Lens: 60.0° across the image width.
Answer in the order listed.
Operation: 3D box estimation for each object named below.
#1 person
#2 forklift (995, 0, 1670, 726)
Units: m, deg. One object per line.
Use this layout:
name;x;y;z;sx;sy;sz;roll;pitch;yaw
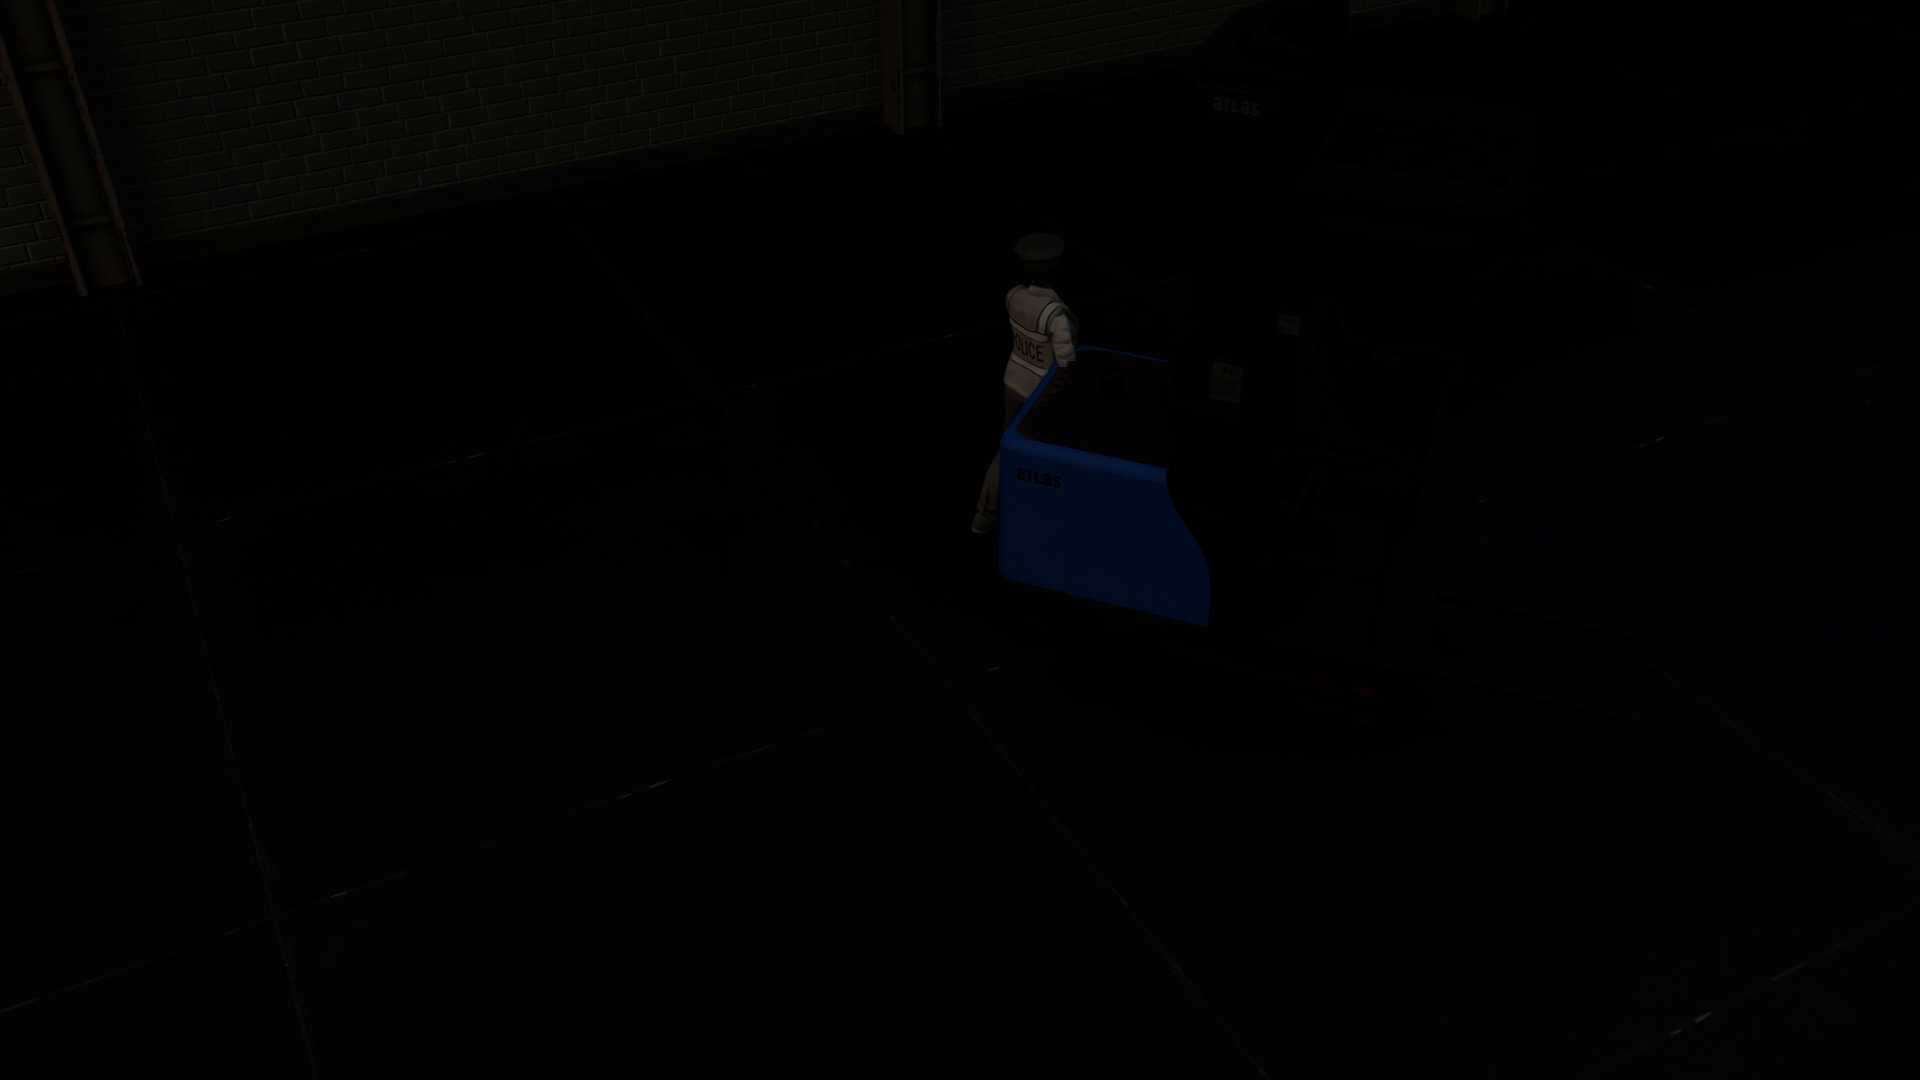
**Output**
person;0.482;-0.753;8.353;0.826;1.609;0.611;-28;44;-33
forklift;1.736;-0.722;7.145;3.031;2.935;1.130;13;37;18
